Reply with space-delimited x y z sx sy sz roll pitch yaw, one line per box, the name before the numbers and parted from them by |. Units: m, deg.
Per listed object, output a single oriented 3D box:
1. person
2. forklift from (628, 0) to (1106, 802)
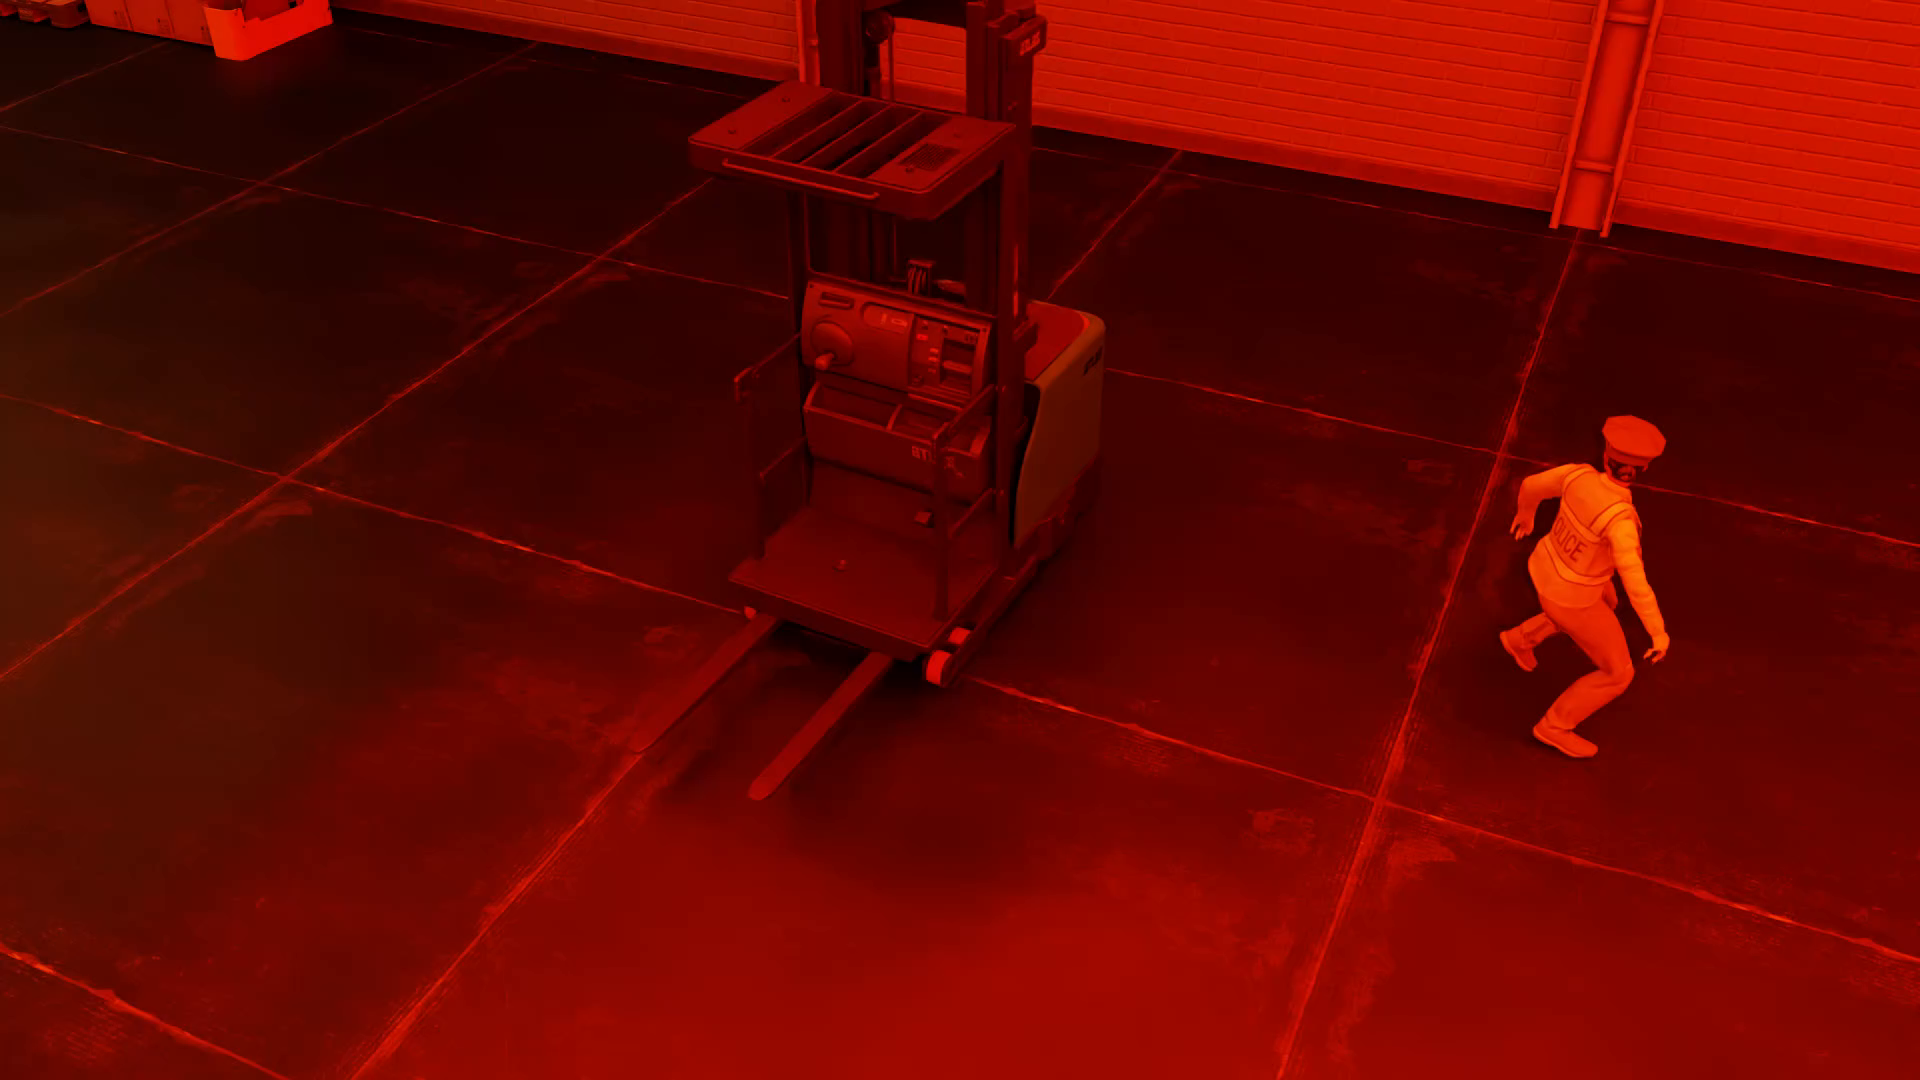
person | 2.654 0.171 7.060 0.516 1.561 0.804 0 35 0
forklift | -0.392 -0.819 7.235 1.130 2.935 3.031 17 39 23
